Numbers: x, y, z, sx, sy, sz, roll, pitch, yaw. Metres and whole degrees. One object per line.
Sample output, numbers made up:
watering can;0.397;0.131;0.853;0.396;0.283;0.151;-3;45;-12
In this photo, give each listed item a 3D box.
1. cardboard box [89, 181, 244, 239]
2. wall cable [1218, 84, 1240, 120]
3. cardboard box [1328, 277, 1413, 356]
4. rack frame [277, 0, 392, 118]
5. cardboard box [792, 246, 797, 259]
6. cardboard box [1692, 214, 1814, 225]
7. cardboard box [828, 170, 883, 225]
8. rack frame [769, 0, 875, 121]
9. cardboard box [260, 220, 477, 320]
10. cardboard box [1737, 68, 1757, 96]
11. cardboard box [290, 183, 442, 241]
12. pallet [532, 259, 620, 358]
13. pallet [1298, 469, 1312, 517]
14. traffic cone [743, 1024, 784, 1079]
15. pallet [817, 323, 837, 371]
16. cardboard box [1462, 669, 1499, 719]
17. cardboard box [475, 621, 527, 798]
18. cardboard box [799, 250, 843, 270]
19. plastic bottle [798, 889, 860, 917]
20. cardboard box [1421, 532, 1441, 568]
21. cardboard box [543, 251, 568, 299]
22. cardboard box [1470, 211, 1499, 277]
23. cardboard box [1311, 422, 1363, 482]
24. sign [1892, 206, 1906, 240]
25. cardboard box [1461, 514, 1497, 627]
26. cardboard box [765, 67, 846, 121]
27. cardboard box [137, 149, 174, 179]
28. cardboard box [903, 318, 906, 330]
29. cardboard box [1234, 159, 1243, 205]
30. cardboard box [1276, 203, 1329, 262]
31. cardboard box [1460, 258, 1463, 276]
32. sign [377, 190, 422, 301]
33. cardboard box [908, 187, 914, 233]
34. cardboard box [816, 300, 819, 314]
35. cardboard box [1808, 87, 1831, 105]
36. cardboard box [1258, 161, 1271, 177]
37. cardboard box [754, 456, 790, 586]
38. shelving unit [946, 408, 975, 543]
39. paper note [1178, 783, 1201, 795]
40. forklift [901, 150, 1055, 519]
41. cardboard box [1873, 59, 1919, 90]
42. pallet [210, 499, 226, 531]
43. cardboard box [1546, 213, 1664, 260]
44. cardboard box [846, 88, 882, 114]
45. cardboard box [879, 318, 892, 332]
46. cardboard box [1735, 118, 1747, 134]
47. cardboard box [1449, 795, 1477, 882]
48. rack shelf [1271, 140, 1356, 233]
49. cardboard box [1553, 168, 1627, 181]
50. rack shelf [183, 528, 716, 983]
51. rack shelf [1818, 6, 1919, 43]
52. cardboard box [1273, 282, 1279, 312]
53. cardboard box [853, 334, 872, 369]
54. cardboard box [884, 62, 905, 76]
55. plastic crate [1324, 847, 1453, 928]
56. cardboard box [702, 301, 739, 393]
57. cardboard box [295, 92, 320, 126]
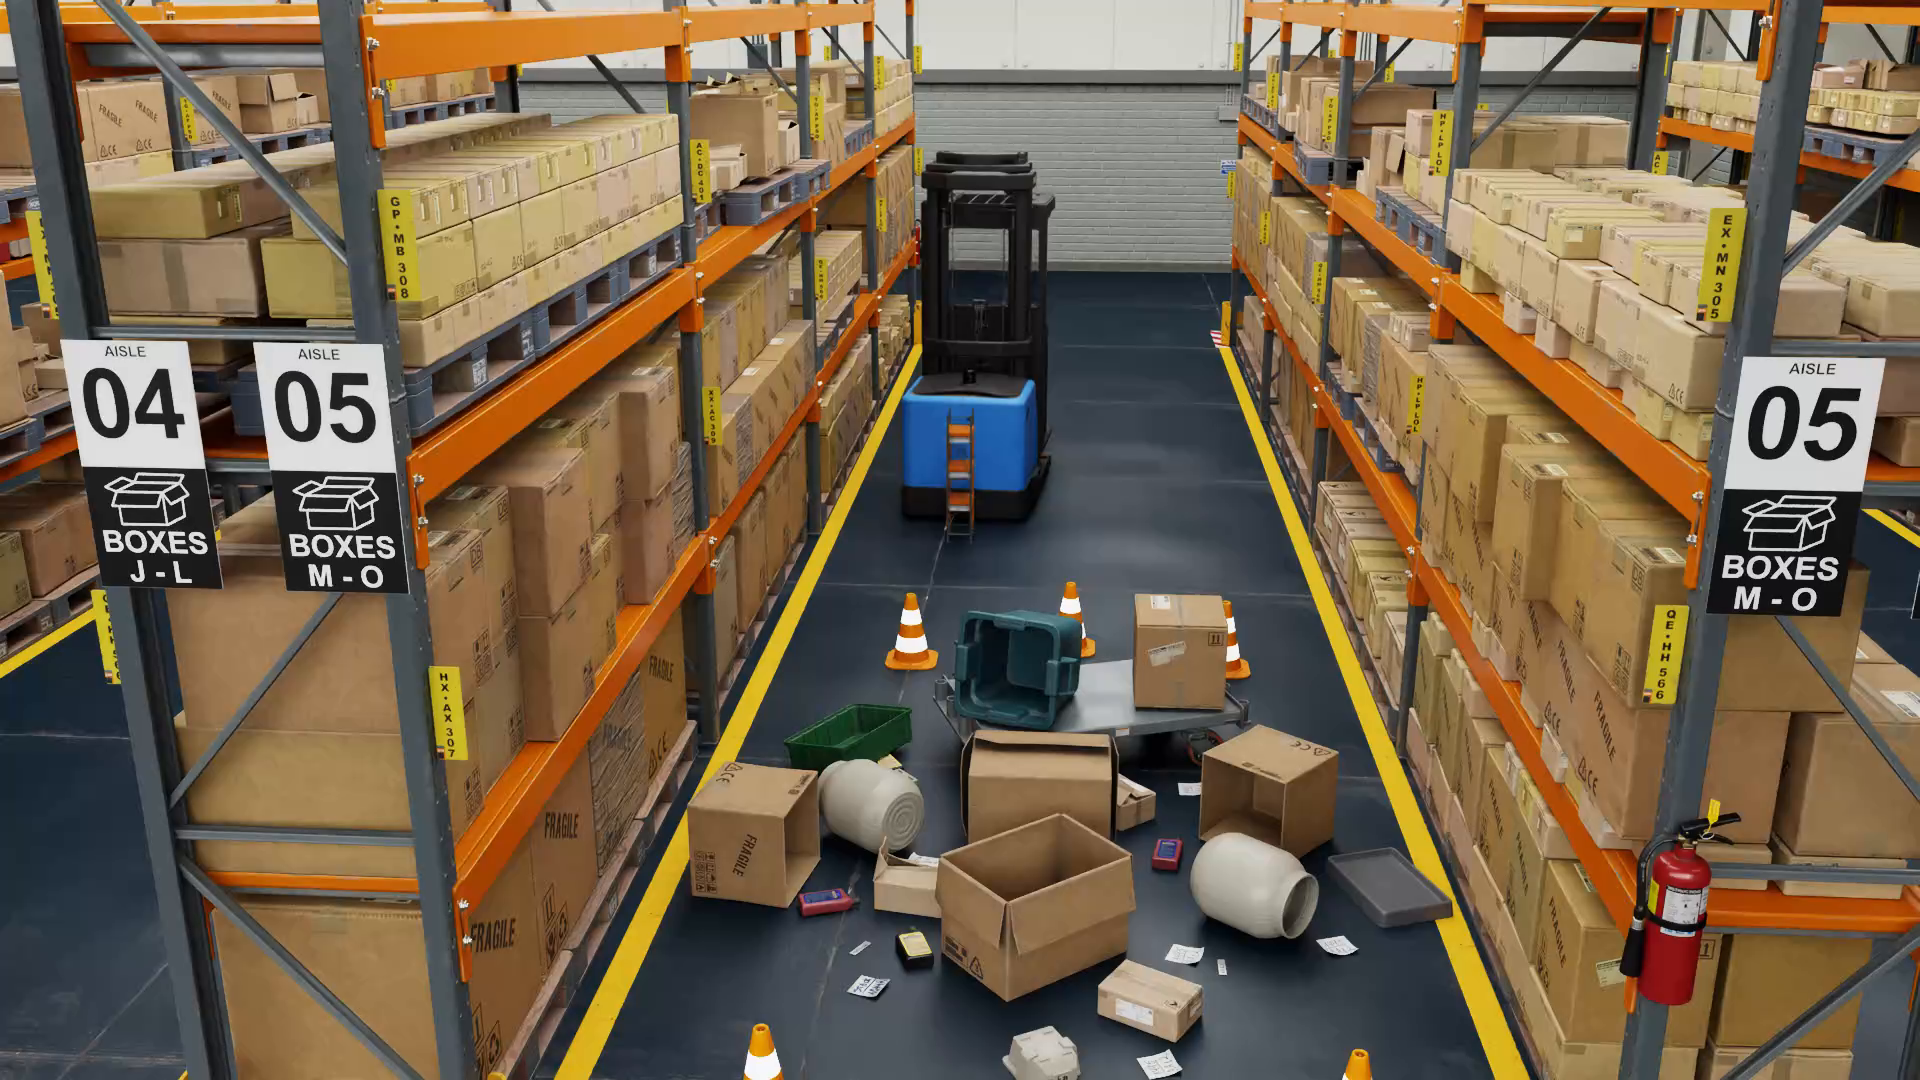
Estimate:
cardboard box;-2.521;-1.048;5.275;0.380;0.149;0.250;1;18;4
wall cable;4.266;-6.144;25.673;0.585;1.953;0.123;1;18;4
cardboard box;3.048;-1.663;12.369;0.500;0.500;0.500;1;18;2
rack frame;-6.286;-5.724;16.440;1.000;3.000;0.127;1;18;4
cardboard box;-1.833;-2.840;16.525;0.380;0.149;0.250;2;18;5
cardboard box;3.107;-1.188;6.536;0.380;0.149;0.250;2;18;5
cardboard box;-1.071;-3.530;17.133;0.500;0.500;0.500;2;18;5
rack frame;-1.346;-5.582;16.006;1.000;3.000;0.127;1;18;4
cardboard box;-1.916;-0.891;5.435;0.500;0.250;0.500;1;18;4
cardboard box;8.418;-4.752;17.252;0.500;0.250;0.500;2;18;5
cardboard box;-1.865;-1.033;5.227;0.380;0.149;0.250;1;18;5
pallet;-2.079;-0.998;6.976;1.003;0.211;1.213;1;18;4
pallet;3.443;-0.328;14.084;1.003;0.211;1.213;1;18;4
traffic cone;-0.752;2.068;6.368;0.336;0.463;0.334;1;18;4
pallet;-1.688;-1.621;13.861;1.213;0.211;1.003;1;18;4
cardboard box;2.593;0.733;7.863;0.380;0.149;0.250;2;18;7
cardboard box;-2.208;0.637;6.420;0.875;0.550;0.550;1;18;4
cardboard box;-1.275;-2.560;15.192;0.380;0.149;0.250;0;18;1
plastic bottle;-0.629;1.741;8.011;0.283;0.061;0.133;-5;19;-15
cardboard box;2.682;0.043;8.878;0.380;0.149;0.250;1;18;4
cardboard box;-1.772;-1.048;6.556;0.380;0.149;0.250;1;18;4
cardboard box;2.692;-1.372;7.738;0.500;0.250;0.500;1;18;3
cardboard box;3.444;-0.812;13.822;0.875;0.875;0.875;1;18;3
sign;9.103;-3.081;16.149;0.100;0.325;0.005;1;18;4
cardboard box;2.653;0.087;7.703;0.500;0.500;0.500;1;18;3
cardboard box;-1.483;-4.288;16.040;0.700;0.500;0.500;1;18;4
cardboard box;-6.363;-2.832;12.671;0.500;0.250;0.500;1;18;4
cardboard box;-0.848;-2.628;20.051;0.380;0.149;0.250;1;18;2
cardboard box;3.566;-4.274;19.883;0.500;0.500;0.500;1;18;3
cardboard box;3.271;-2.886;15.646;0.500;0.500;0.500;1;18;4
cardboard box;2.755;-1.381;8.406;0.380;0.149;0.250;1;18;3
sign;-1.653;-0.868;4.907;0.100;0.325;0.005;1;18;4
cardboard box;-0.835;-4.017;20.226;0.500;0.500;0.500;2;18;5
cardboard box;-1.381;-1.940;13.778;0.380;0.149;0.250;2;18;7
cardboard box;8.090;-4.154;15.555;0.380;0.149;0.250;2;18;6
cardboard box;3.460;-4.058;18.181;0.380;0.149;0.250;1;18;4
cardboard box;-1.826;-0.160;12.034;1.050;0.750;0.750;2;18;5
shelving unit;0.004;-0.516;13.310;0.215;1.050;0.252;1;18;4
paper note;1.285;1.370;9.192;0.148;0.019;0.142;1;18;4
forklift;0.246;-1.981;14.762;1.130;2.935;3.031;3;18;8
cardboard box;8.610;-4.254;15.197;0.396;0.266;0.258;1;18;4
pallet;-6.631;-0.063;13.276;1.003;0.211;1.213;1;18;4
cardboard box;2.544;-1.198;6.569;0.380;0.149;0.250;2;18;5
cardboard box;-1.073;-4.467;16.858;0.500;0.250;0.500;2;18;6
cardboard box;-0.978;-2.446;19.018;0.380;0.149;0.250;1;18;4
cardboard box;8.411;-4.363;17.506;0.380;0.149;0.250;1;18;4
cardboard box;2.651;1.448;7.928;0.500;0.250;0.500;1;18;3
rack shelf;3.455;-3.114;14.448;1.077;0.370;4.000;1;18;4
cardboard box;3.466;-1.893;9.133;0.500;0.250;0.500;1;18;2
rack shelf;-2.063;0.717;7.574;1.077;0.370;4.000;1;18;4
rack shelf;8.406;-4.240;13.708;1.077;0.370;4.000;1;18;4
cardboard box;3.268;-2.289;15.832;0.500;0.250;0.500;1;18;3
cardboard box;-1.148;-1.862;16.424;0.500;0.250;0.500;1;18;2
cardboard box;-0.834;-5.406;19.084;0.380;0.149;0.250;2;18;5
plastic crate;2.094;1.690;8.138;0.402;0.080;0.583;-5;19;-15
cardboard box;-1.819;-1.240;10.624;0.700;0.500;0.500;1;18;4
cardboard box;-6.455;-4.117;15.821;0.500;0.311;0.500;1;18;2
